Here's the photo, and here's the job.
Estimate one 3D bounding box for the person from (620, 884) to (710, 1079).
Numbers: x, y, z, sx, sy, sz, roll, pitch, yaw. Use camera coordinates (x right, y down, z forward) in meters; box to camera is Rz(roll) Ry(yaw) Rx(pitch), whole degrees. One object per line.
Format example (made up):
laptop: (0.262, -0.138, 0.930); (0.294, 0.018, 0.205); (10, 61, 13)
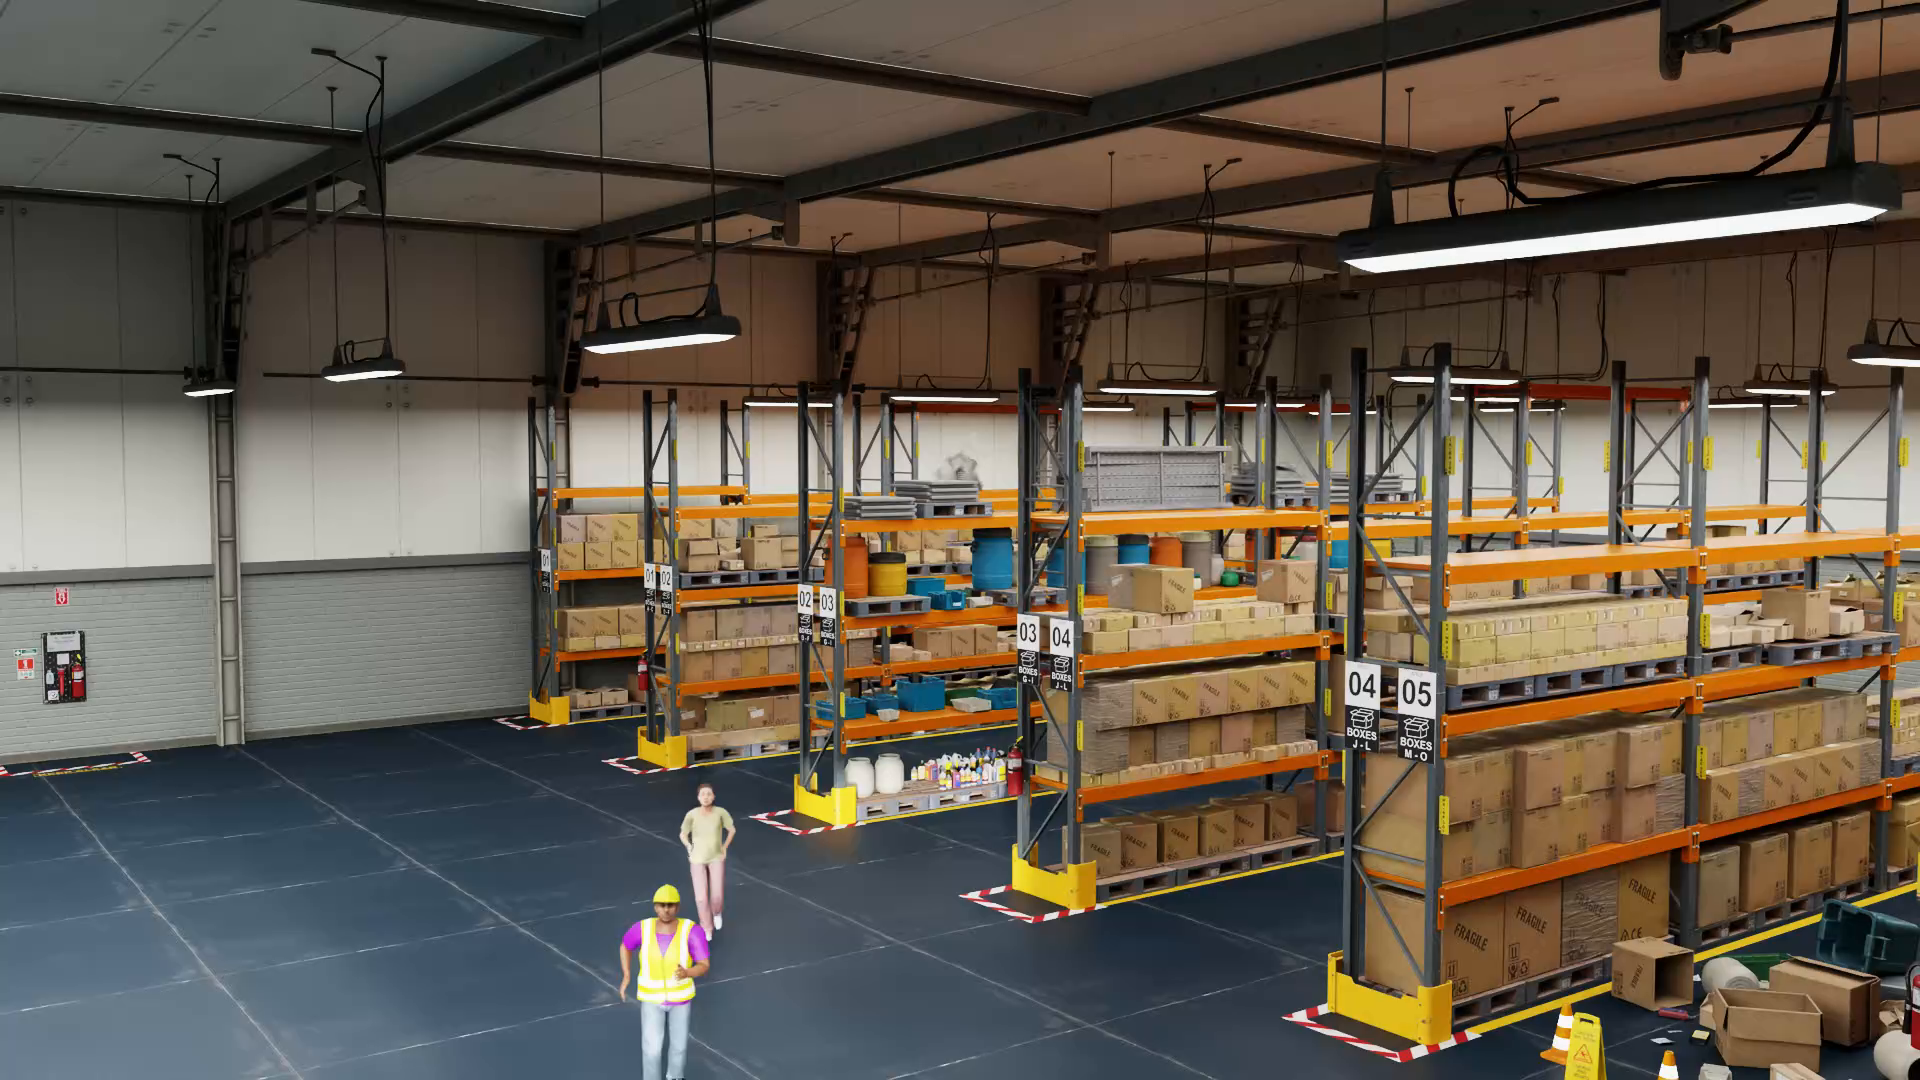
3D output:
person: (-2.243, 3.537, 12.679); (0.674, 1.825, 0.753); (-1, 3, -12)

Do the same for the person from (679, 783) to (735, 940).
person: (-2.621, 3.328, 17.241); (0.576, 1.622, 0.556); (0, 3, -6)

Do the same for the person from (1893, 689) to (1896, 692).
person: (13.358, 2.941, 23.847); (0.707, 1.651, 0.646); (-3, 5, -43)
